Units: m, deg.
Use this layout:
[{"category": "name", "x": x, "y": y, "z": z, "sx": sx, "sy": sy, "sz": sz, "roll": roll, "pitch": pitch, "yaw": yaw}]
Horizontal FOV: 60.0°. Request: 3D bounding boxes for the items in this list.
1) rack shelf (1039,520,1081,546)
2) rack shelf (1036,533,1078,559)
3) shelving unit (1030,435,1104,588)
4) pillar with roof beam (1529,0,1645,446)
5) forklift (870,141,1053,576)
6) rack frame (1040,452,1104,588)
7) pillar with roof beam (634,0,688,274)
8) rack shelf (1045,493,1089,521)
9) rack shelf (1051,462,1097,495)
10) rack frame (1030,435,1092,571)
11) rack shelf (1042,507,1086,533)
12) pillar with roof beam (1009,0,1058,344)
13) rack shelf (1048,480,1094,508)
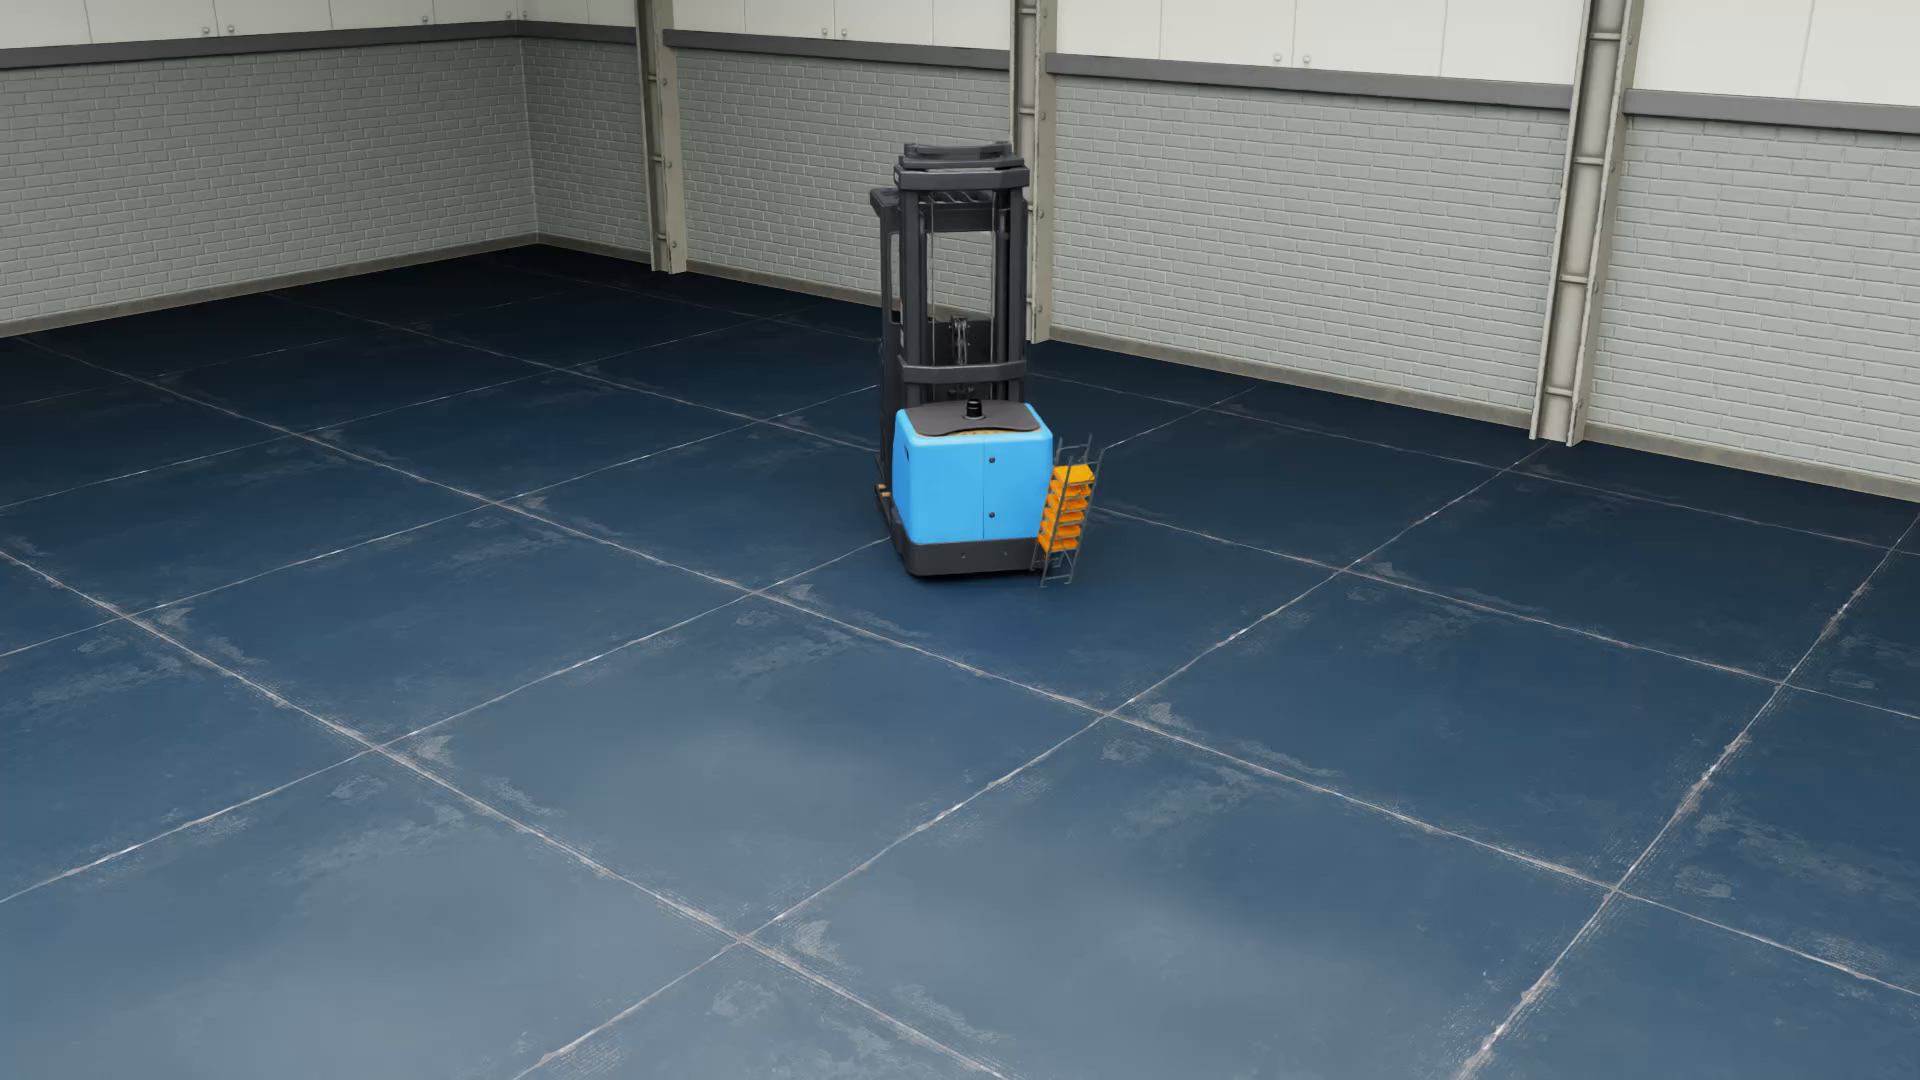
[{"category": "rack shelf", "x": 0.704, "y": -0.060, "z": 11.578, "sx": 0.258, "sy": 0.103, "sz": 0.180, "roll": -8, "pitch": 44, "yaw": -21}, {"category": "rack shelf", "x": 0.687, "y": 0.029, "z": 11.656, "sx": 0.258, "sy": 0.103, "sz": 0.180, "roll": -8, "pitch": 44, "yaw": -21}, {"category": "shelving unit", "x": 0.727, "y": -0.183, "z": 11.471, "sx": 0.258, "sy": 1.200, "sz": 0.189, "roll": -8, "pitch": 44, "yaw": -21}, {"category": "pillar with roof beam", "x": 2.700, "y": -3.956, "z": 10.406, "sx": 0.400, "sy": 9.000, "sz": 9.100, "roll": 16, "pitch": 26, "yaw": 36}, {"category": "forklift", "x": -0.084, "y": -1.602, "z": 12.763, "sx": 1.130, "sy": 2.935, "sz": 3.031, "roll": -3, "pitch": 21, "yaw": -9}, {"category": "rack frame", "x": 0.759, "y": -0.124, "z": 11.410, "sx": 0.240, "sy": 1.200, "sz": 0.006, "roll": -8, "pitch": 44, "yaw": -21}, {"category": "pillar with roof beam", "x": -6.597, "y": -6.634, "z": 17.506, "sx": 0.400, "sy": 9.000, "sz": 9.100, "roll": 16, "pitch": 26, "yaw": 36}, {"category": "rack shelf", "x": 0.738, "y": -0.240, "z": 11.422, "sx": 0.258, "sy": 0.103, "sz": 0.180, "roll": -8, "pitch": 44, "yaw": -21}, {"category": "rack shelf", "x": 0.771, "y": -0.419, "z": 11.266, "sx": 0.258, "sy": 0.103, "sz": 0.180, "roll": -8, "pitch": 44, "yaw": -21}, {"category": "rack frame", "x": 0.695, "y": -0.243, "z": 11.533, "sx": 0.240, "sy": 1.200, "sz": 0.006, "roll": -8, "pitch": 44, "yaw": -21}, {"category": "rack shelf", "x": 0.721, "y": -0.150, "z": 11.500, "sx": 0.258, "sy": 0.103, "sz": 0.180, "roll": -8, "pitch": 44, "yaw": -21}, {"category": "pillar with roof beam", "x": -1.949, "y": -5.295, "z": 13.956, "sx": 0.400, "sy": 9.000, "sz": 9.100, "roll": 16, "pitch": 26, "yaw": 36}, {"category": "rack shelf", "x": 0.755, "y": -0.329, "z": 11.344, "sx": 0.258, "sy": 0.103, "sz": 0.180, "roll": -8, "pitch": 44, "yaw": -21}]
